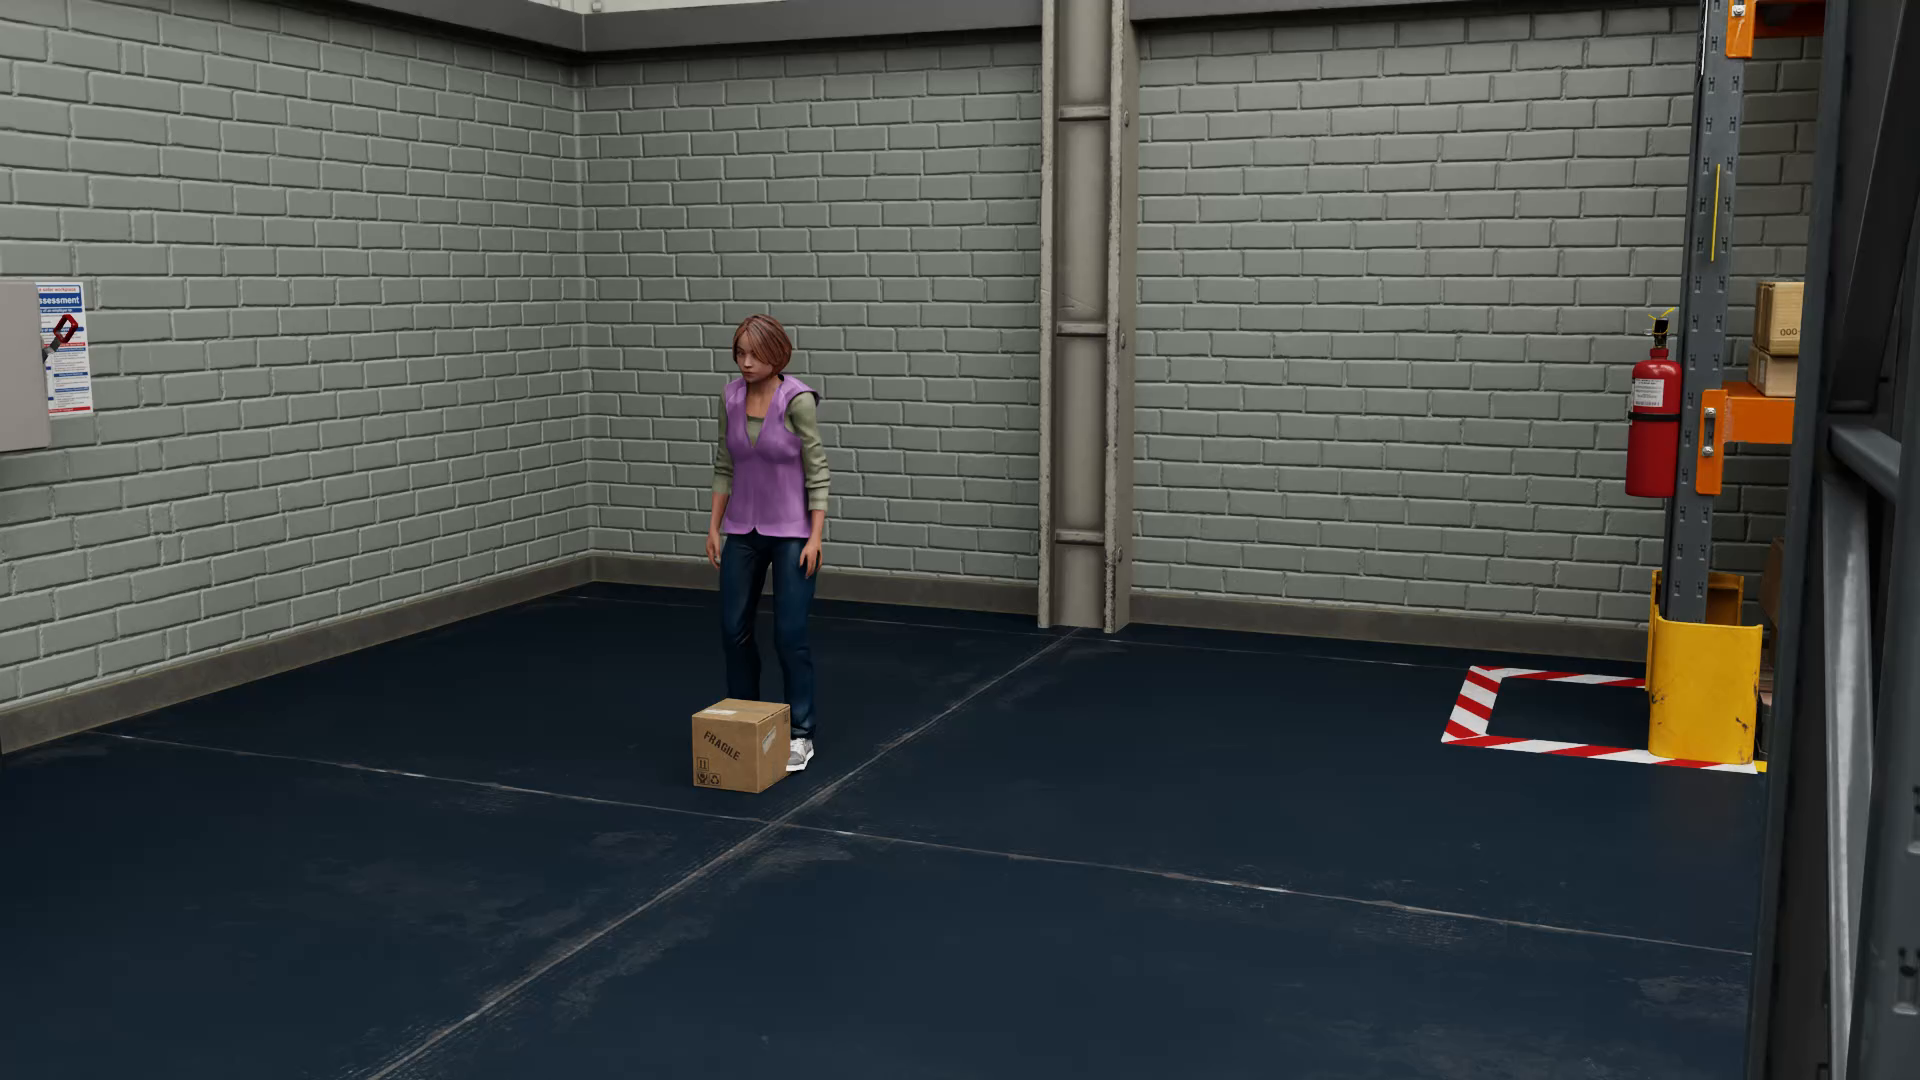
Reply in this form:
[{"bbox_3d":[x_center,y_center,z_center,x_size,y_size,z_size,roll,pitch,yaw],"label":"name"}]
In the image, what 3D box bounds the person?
[{"bbox_3d":[-0.673,0.064,5.859,0.460,1.478,0.344,4,10,21],"label":"person"}]
